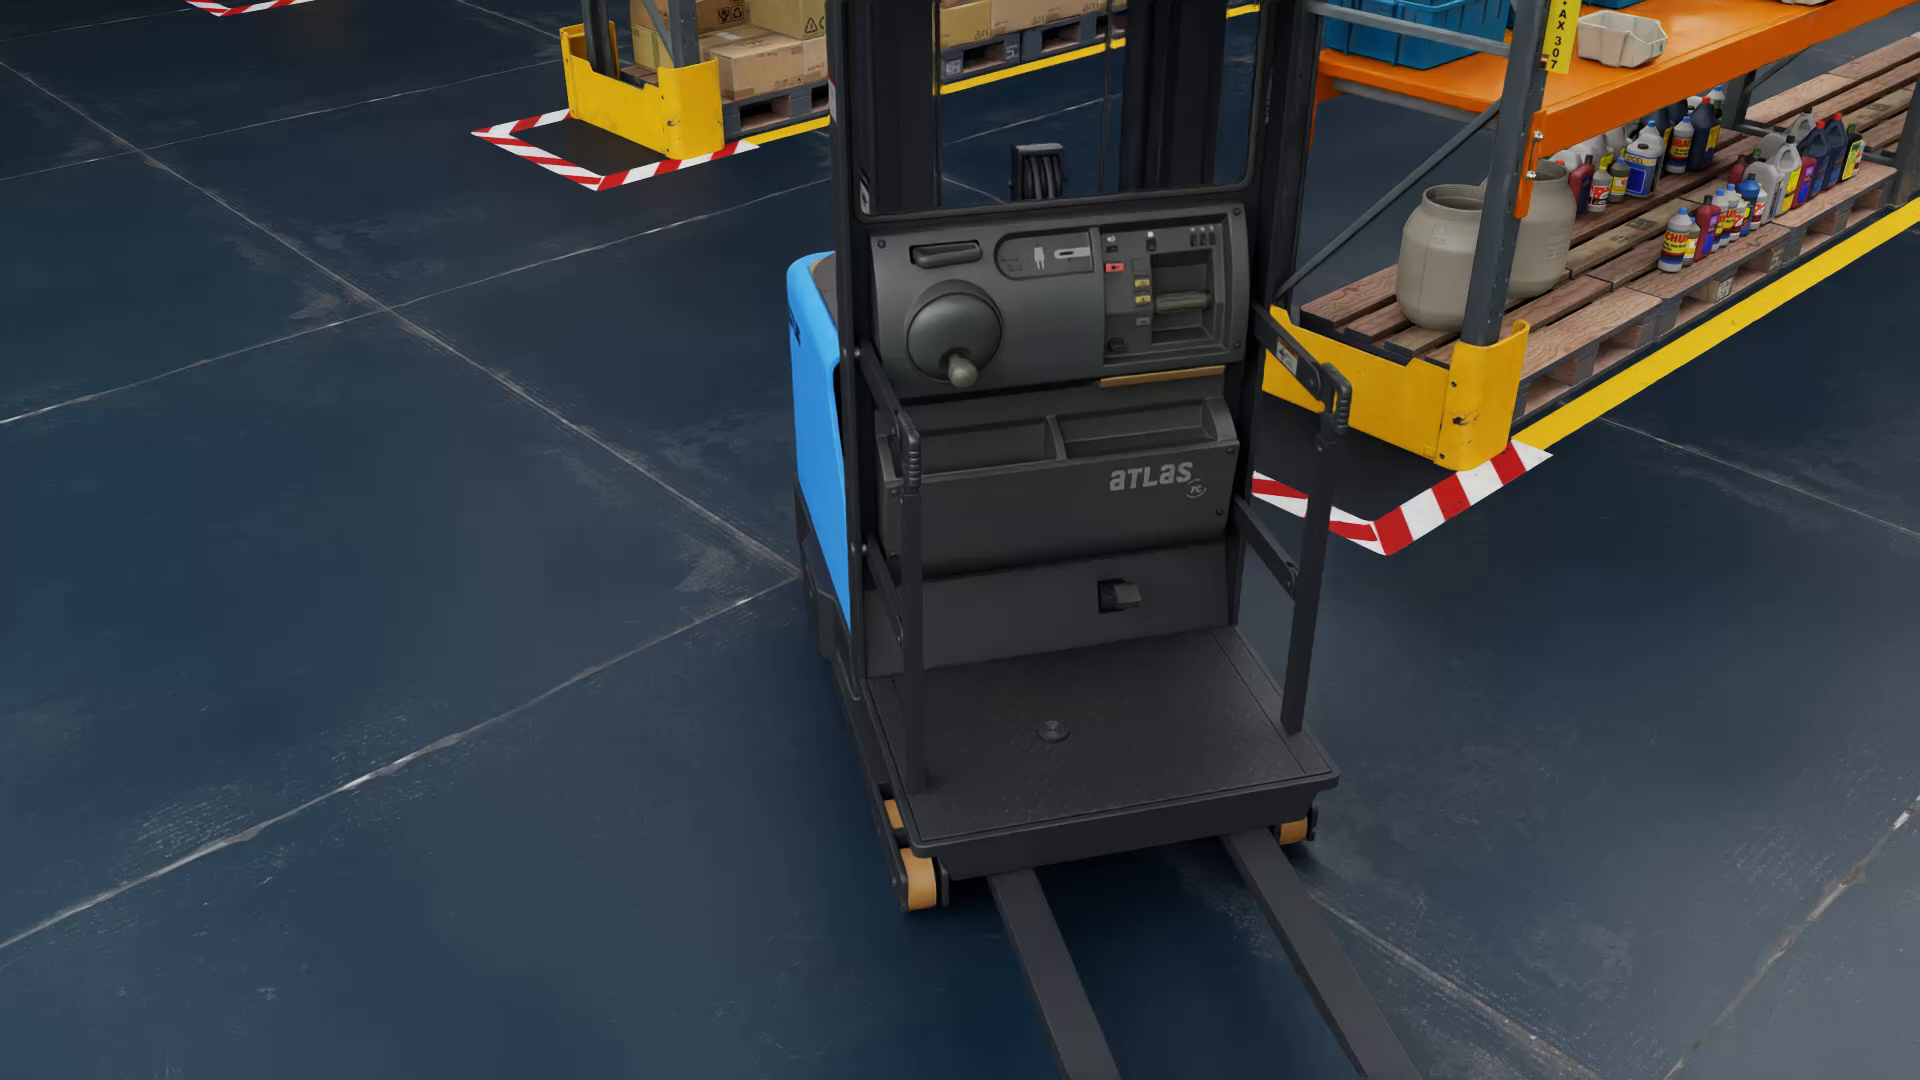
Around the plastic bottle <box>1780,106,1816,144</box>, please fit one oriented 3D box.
[{"bbox_3d":[4.122,-1.952,8.185,0.185,0.351,0.144,-26,40,-35],"label":"plastic bottle"}]

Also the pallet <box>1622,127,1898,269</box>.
[{"bbox_3d":[3.975,-1.766,8.436,1.213,0.211,1.003,-26,40,-35],"label":"pallet"}]

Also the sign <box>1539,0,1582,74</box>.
[{"bbox_3d":[1.934,-1.666,5.333,0.005,0.325,0.100,-26,40,-35],"label":"sign"}]

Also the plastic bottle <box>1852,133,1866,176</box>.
[{"bbox_3d":[4.442,-1.924,8.282,0.097,0.201,0.097,0,31,0],"label":"plastic bottle"}]

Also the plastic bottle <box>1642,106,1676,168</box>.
[{"bbox_3d":[3.483,-2.041,8.331,0.144,0.351,0.185,27,41,37],"label":"plastic bottle"}]

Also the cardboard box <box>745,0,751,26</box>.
[{"bbox_3d":[-1.252,-3.147,10.254,0.500,0.250,0.500,-26,40,-35],"label":"cardboard box"}]

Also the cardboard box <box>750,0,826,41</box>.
[{"bbox_3d":[-0.893,-3.265,9.728,0.500,0.500,0.500,-26,40,-35],"label":"cardboard box"}]

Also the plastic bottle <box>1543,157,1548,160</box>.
[{"bbox_3d":[2.685,-1.656,7.765,0.133,0.283,0.061,-25,39,-34],"label":"plastic bottle"}]

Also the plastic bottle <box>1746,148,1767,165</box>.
[{"bbox_3d":[3.753,-1.716,7.863,0.133,0.283,0.061,-26,40,-35],"label":"plastic bottle"}]

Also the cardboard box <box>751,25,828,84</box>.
[{"bbox_3d":[-0.894,-2.946,9.925,0.500,0.250,0.500,-26,40,-35],"label":"cardboard box"}]

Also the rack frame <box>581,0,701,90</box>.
[{"bbox_3d":[-1.802,-3.656,8.853,0.127,3.000,1.000,-26,40,-35],"label":"rack frame"}]

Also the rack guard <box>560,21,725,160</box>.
[{"bbox_3d":[-1.820,-2.581,9.491,0.348,0.500,1.175,-26,40,-35],"label":"rack guard"}]

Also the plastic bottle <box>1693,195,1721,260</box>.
[{"bbox_3d":[3.282,-1.386,7.323,0.133,0.283,0.061,-25,39,-35],"label":"plastic bottle"}]

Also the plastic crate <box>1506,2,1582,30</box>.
[{"bbox_3d":[2.206,-2.216,6.642,0.408,0.251,0.499,-26,40,-35],"label":"plastic crate"}]

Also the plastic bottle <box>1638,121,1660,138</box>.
[{"bbox_3d":[3.401,-1.941,8.242,0.097,0.271,0.097,0,31,0],"label":"plastic bottle"}]

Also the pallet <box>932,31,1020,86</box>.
[{"bbox_3d":[-0.376,-3.184,10.754,1.213,0.211,1.003,-26,40,-35],"label":"pallet"}]

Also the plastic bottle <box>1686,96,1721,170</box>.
[{"bbox_3d":[3.720,-2.053,8.350,0.185,0.351,0.144,-26,40,-35],"label":"plastic bottle"}]

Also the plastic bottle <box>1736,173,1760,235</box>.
[{"bbox_3d":[3.577,-1.536,7.580,0.097,0.271,0.097,0,31,0],"label":"plastic bottle"}]

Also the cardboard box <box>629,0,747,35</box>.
[{"bbox_3d":[-1.612,-3.286,9.762,0.500,0.500,0.500,-26,40,-35],"label":"cardboard box"}]

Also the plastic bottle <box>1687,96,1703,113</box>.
[{"bbox_3d":[3.746,-2.133,8.553,0.135,0.276,0.152,-24,39,-34],"label":"plastic bottle"}]

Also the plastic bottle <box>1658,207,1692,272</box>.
[{"bbox_3d":[3.104,-1.307,7.206,0.097,0.271,0.097,0,31,0],"label":"plastic bottle"}]

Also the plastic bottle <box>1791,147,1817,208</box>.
[{"bbox_3d":[3.988,-1.727,7.880,0.133,0.283,0.061,-23,38,-32],"label":"plastic bottle"}]

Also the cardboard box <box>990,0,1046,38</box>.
[{"bbox_3d":[0.209,-3.476,10.792,0.500,0.250,0.500,-26,40,-35],"label":"cardboard box"}]

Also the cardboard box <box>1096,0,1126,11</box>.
[{"bbox_3d":[0.939,-3.832,11.375,0.500,0.250,0.500,-26,40,-35],"label":"cardboard box"}]

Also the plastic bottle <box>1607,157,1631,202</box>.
[{"bbox_3d":[3.149,-1.730,7.965,0.097,0.201,0.097,0,31,0],"label":"plastic bottle"}]

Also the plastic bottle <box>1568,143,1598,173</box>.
[{"bbox_3d":[2.917,-1.732,7.897,0.135,0.276,0.152,-27,41,-37],"label":"plastic bottle"}]

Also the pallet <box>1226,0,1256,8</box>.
[{"bbox_3d":[1.644,-4.161,12.353,1.213,0.211,1.003,-26,40,-35],"label":"pallet"}]

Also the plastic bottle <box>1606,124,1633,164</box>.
[{"bbox_3d":[3.172,-1.891,8.084,0.185,0.351,0.144,-26,40,-36],"label":"plastic bottle"}]

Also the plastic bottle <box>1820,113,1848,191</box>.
[{"bbox_3d":[4.220,-1.897,8.095,0.185,0.351,0.144,-27,41,-37],"label":"plastic bottle"}]

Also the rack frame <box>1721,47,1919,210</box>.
[{"bbox_3d":[4.496,-3.178,8.072,0.127,3.000,1.000,-26,40,-35],"label":"rack frame"}]

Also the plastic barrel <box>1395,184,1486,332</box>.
[{"bbox_3d":[1.993,-1.140,6.721,0.421,0.512,0.421,0,31,0],"label":"plastic barrel"}]

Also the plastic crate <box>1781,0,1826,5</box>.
[{"bbox_3d":[3.477,-2.393,7.041,0.437,0.136,0.530,-26,40,-35],"label":"plastic crate"}]

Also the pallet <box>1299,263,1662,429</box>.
[{"bbox_3d":[2.186,-0.901,7.021,1.213,0.211,1.003,-26,40,-35],"label":"pallet"}]

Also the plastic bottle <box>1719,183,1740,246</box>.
[{"bbox_3d":[3.429,-1.464,7.463,0.097,0.271,0.097,0,31,0],"label":"plastic bottle"}]

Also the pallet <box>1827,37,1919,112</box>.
[{"bbox_3d":[5.940,-2.717,9.991,1.213,0.211,1.003,-26,40,-35],"label":"pallet"}]

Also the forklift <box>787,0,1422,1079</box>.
[{"bbox_3d":[0.305,-0.535,3.815,1.130,2.935,3.031,-7,32,-12],"label":"forklift"}]

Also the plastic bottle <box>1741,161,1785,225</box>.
[{"bbox_3d":[3.720,-1.627,7.724,0.135,0.276,0.152,-25,39,-35],"label":"plastic bottle"}]
